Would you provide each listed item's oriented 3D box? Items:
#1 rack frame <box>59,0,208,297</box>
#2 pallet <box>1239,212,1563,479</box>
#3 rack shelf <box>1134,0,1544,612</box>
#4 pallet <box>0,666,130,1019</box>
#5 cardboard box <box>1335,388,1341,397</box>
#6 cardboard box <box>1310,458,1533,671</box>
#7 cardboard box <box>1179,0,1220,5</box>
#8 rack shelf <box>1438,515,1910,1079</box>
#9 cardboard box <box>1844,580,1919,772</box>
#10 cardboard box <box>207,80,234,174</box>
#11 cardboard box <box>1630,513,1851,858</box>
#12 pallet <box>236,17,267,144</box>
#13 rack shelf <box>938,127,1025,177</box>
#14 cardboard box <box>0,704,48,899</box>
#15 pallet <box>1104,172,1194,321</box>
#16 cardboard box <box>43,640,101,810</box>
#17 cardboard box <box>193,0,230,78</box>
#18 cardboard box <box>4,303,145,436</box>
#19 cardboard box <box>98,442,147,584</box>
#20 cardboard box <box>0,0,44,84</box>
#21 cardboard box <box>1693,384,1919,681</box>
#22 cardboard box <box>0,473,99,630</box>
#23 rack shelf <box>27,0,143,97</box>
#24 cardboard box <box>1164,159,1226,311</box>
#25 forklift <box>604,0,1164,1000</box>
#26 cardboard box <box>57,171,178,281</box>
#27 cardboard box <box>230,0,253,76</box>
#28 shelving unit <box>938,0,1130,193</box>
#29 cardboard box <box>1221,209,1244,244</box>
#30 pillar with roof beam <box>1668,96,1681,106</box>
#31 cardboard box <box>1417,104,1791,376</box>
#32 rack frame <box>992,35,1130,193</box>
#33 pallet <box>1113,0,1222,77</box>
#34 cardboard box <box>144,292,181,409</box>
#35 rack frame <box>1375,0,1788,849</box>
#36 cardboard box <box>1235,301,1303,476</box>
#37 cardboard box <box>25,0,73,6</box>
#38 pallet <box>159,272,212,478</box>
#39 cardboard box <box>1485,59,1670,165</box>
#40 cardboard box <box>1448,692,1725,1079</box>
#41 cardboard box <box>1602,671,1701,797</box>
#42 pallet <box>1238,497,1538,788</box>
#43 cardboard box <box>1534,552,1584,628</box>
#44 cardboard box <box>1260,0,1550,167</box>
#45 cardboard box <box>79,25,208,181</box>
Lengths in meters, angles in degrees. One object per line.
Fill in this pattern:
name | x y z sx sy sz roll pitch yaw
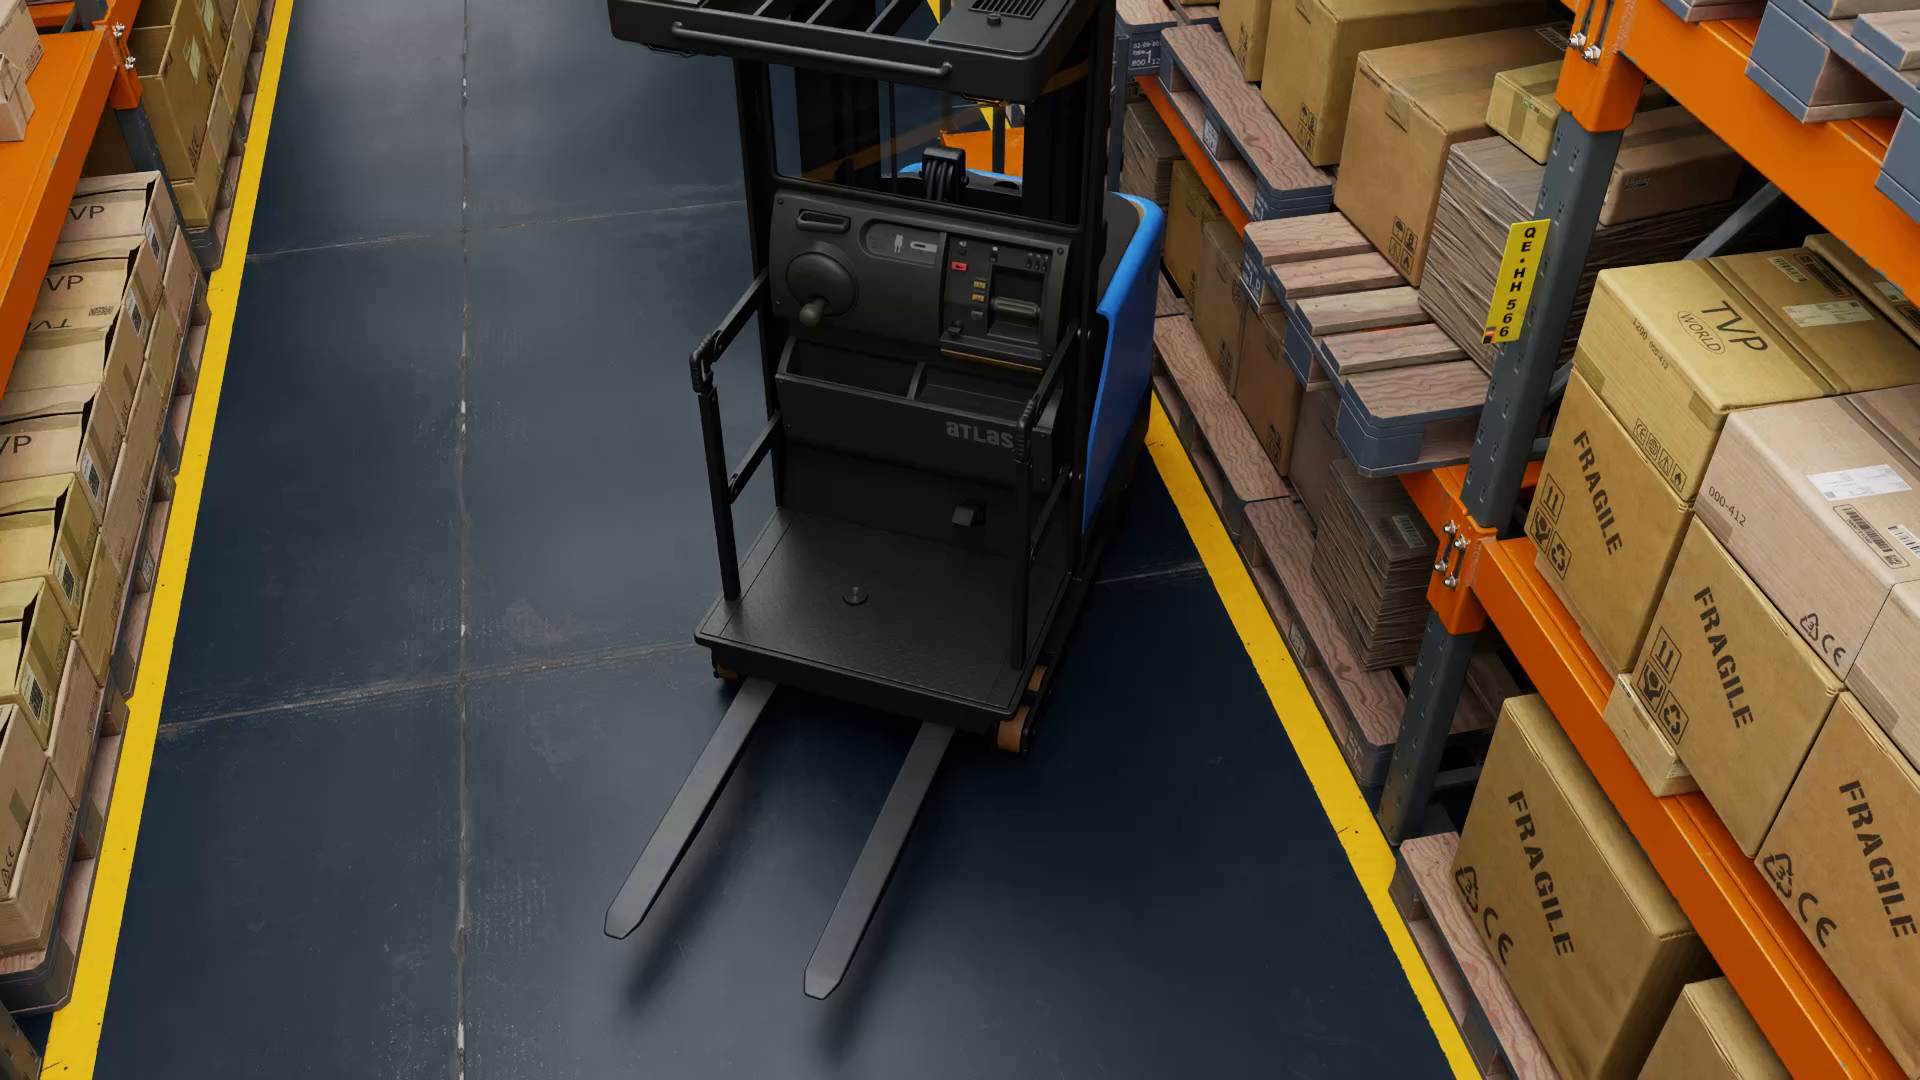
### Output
rack frame | -3.884 -2.155 6.418 1.000 3.000 0.127 -8 42 -9
pallet | 1.558 -0.649 4.867 1.213 0.211 1.003 -8 42 -9
rack shelf | 1.384 -1.302 5.999 1.077 0.370 4.000 -8 42 -9
pallet | -3.160 0.941 5.030 1.003 0.211 1.213 -8 42 -9
cardboard box | 1.547 -0.622 5.678 0.500 0.250 0.500 -8 42 -8
cardboard box | 1.609 0.037 5.501 0.700 0.500 0.500 -8 42 -9
cardboard box | 1.142 -2.371 6.255 0.700 0.500 0.500 -4 42 -5
rack shelf | 2.247 1.291 3.078 1.077 0.370 4.000 -8 42 -9
cardboard box | 1.890 0.292 2.782 0.500 0.250 0.500 -8 42 -9
cardboard box | -3.791 -1.953 7.945 0.500 0.250 0.500 -8 42 -9
cardboard box | 1.774 0.262 3.381 0.500 0.500 0.500 -7 42 -8
pallet | -4.282 -2.426 8.824 1.003 0.211 1.213 -8 42 -9
rack shelf | 0.267 -1.436 7.009 0.538 0.185 1.000 -8 42 -9
cardboard box | -2.847 0.718 4.514 0.500 0.311 0.500 -7 42 -8
pallet | 1.121 -1.320 7.578 1.003 0.211 1.213 -8 42 -9
cardboard box | -2.956 0.602 5.067 0.500 0.250 0.500 -9 42 -10
cardboard box | -3.894 -2.558 8.062 0.500 0.500 0.500 -8 42 -9
cardboard box | -3.293 -0.612 6.012 0.500 0.311 0.500 -8 42 -9
cardboard box | -3.185 -0.067 5.821 0.500 0.250 0.500 -8 42 -8
cardboard box | -3.735 -1.786 6.116 0.500 0.250 0.500 -6 42 -7
cardboard box | 1.778 -0.032 3.147 0.500 0.250 0.500 -9 42 -10
cardboard box | -3.076 0.048 5.269 0.500 0.311 0.500 -9 42 -10
rack shelf | -4.316 -3.182 8.118 1.077 0.370 4.000 -8 42 -9
cardboard box | 1.288 -1.295 7.000 0.700 0.500 0.500 -9 42 -10
forklift | -0.200 -0.705 4.836 1.130 2.935 3.031 13 43 14
cardboard box | -3.517 -1.272 6.756 0.500 0.311 0.500 -8 42 -9
cardboard box | -4.008 -2.601 8.675 0.500 0.250 0.500 -8 42 -9
shelving unit | 0.269 -1.565 6.883 0.587 1.500 1.083 -8 42 -9
cardboard box | 1.341 -1.281 6.420 0.500 0.250 0.500 -9 42 -11
pillar with roof beam | -1.824 -2.868 2.702 9.100 9.000 0.400 -8 42 -9
cardboard box | 1.704 -0.780 4.462 0.700 0.500 0.500 -13 43 -14
rack frame | 0.370 -1.240 6.517 0.500 1.500 0.032 -8 42 -9
pallet | 0.975 -2.279 6.703 1.003 0.211 1.213 -8 42 -9
cardboard box | -3.404 -0.728 6.566 0.500 0.250 0.500 -9 42 -10
rack frame | 1.815 -0.274 4.300 1.000 3.000 0.127 -8 42 -9
cardboard box | 1.477 -0.632 6.254 0.700 0.500 0.500 -9 42 -10
cardboard box | -3.986 -2.479 6.708 0.700 0.500 0.500 -9 42 -10
pallet | -3.687 -0.640 6.812 1.003 0.211 1.213 -8 42 -9
cardboard box | 1.628 -1.145 4.385 0.380 0.149 0.250 -15 44 -16
cardboard box | 1.846 0.868 4.316 0.750 0.750 0.750 -9 42 -10
cardboard box | 1.681 0.408 3.705 0.380 0.149 0.250 -7 42 -8
pallet | 1.648 0.262 5.796 1.003 0.211 1.213 -8 42 -9
cardboard box | 1.660 0.059 4.099 0.380 0.149 0.250 -9 42 -10
cardboard box | 1.414 -1.584 5.368 0.700 0.500 0.500 -8 42 -9
cardboard box | -3.678 -1.910 7.332 0.500 0.500 0.500 -8 42 -9
